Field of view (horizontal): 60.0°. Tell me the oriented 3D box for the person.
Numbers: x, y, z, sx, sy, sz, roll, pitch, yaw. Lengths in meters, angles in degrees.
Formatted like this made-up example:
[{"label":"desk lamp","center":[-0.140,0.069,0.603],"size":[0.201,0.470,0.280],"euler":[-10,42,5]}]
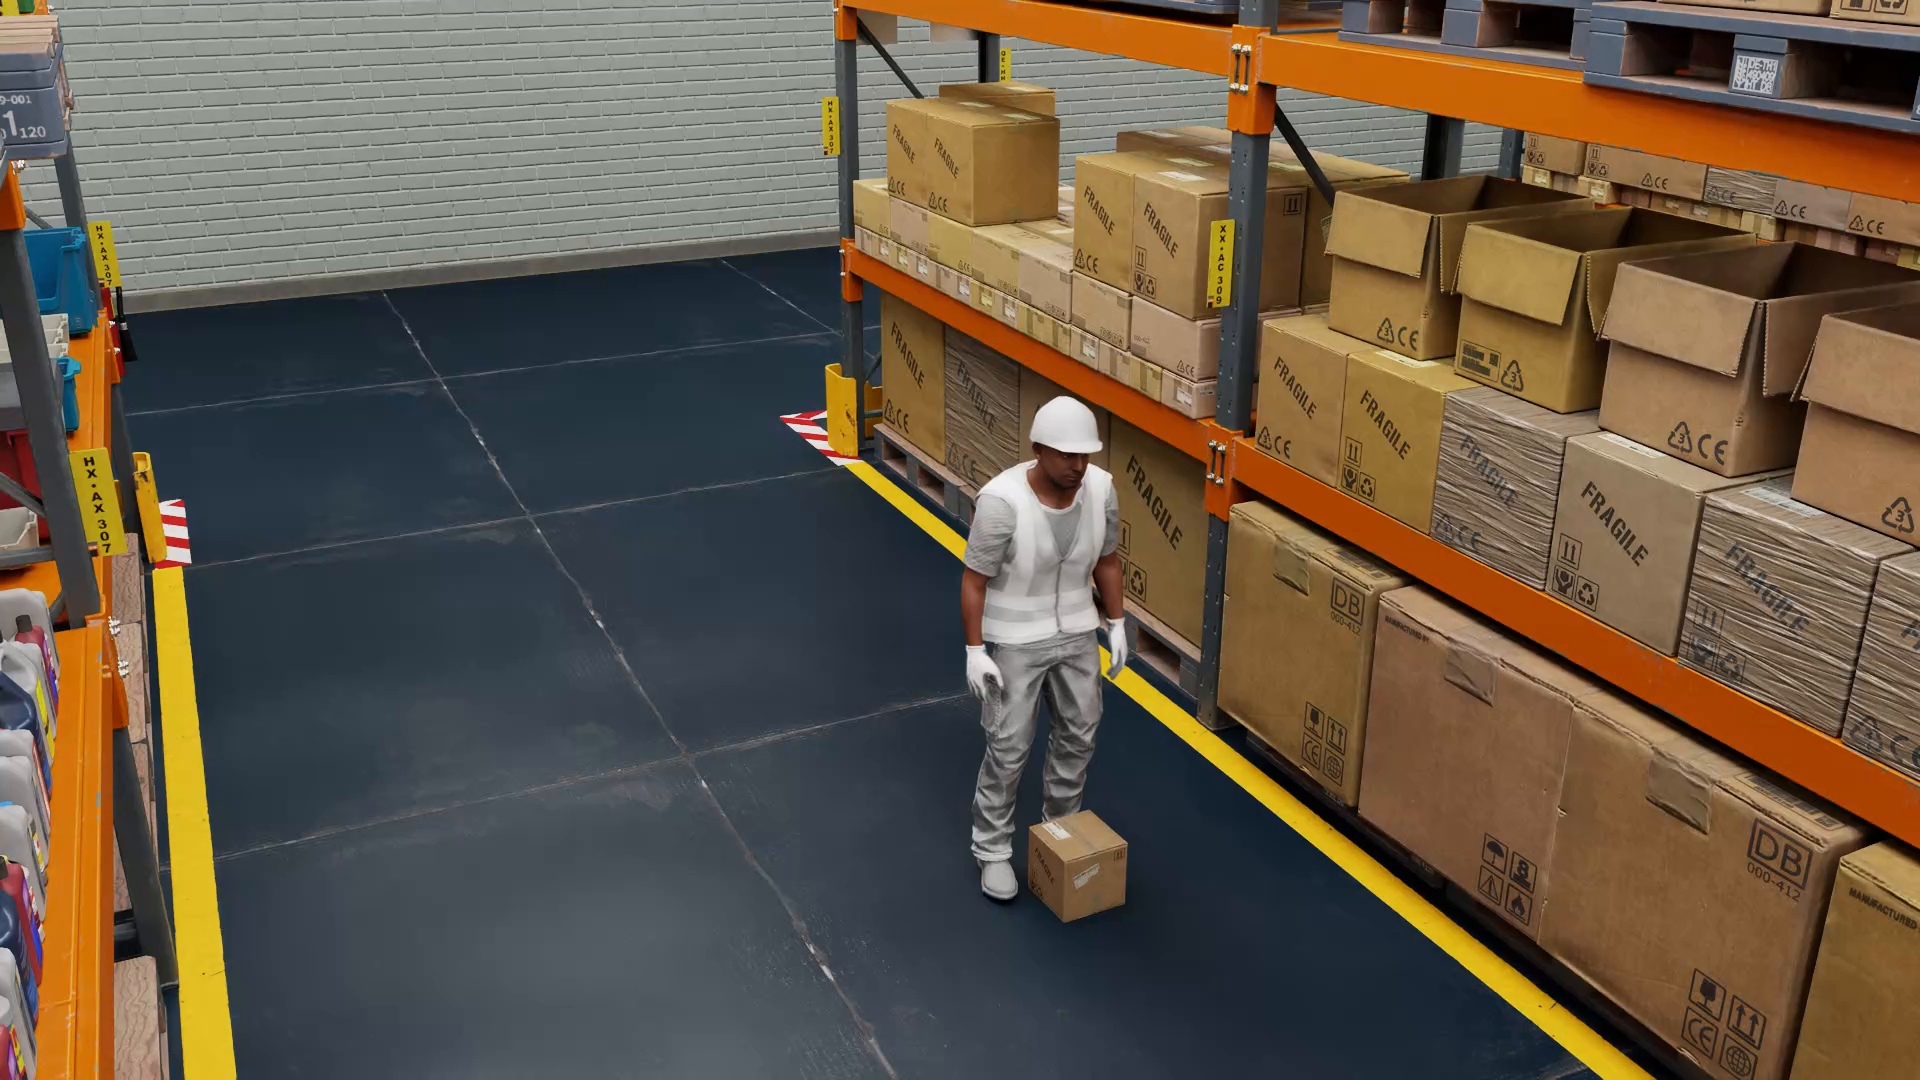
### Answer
[{"label":"person","center":[0.291,0.353,5.696],"size":[0.619,1.775,0.446],"euler":[-10,24,-23]}]
